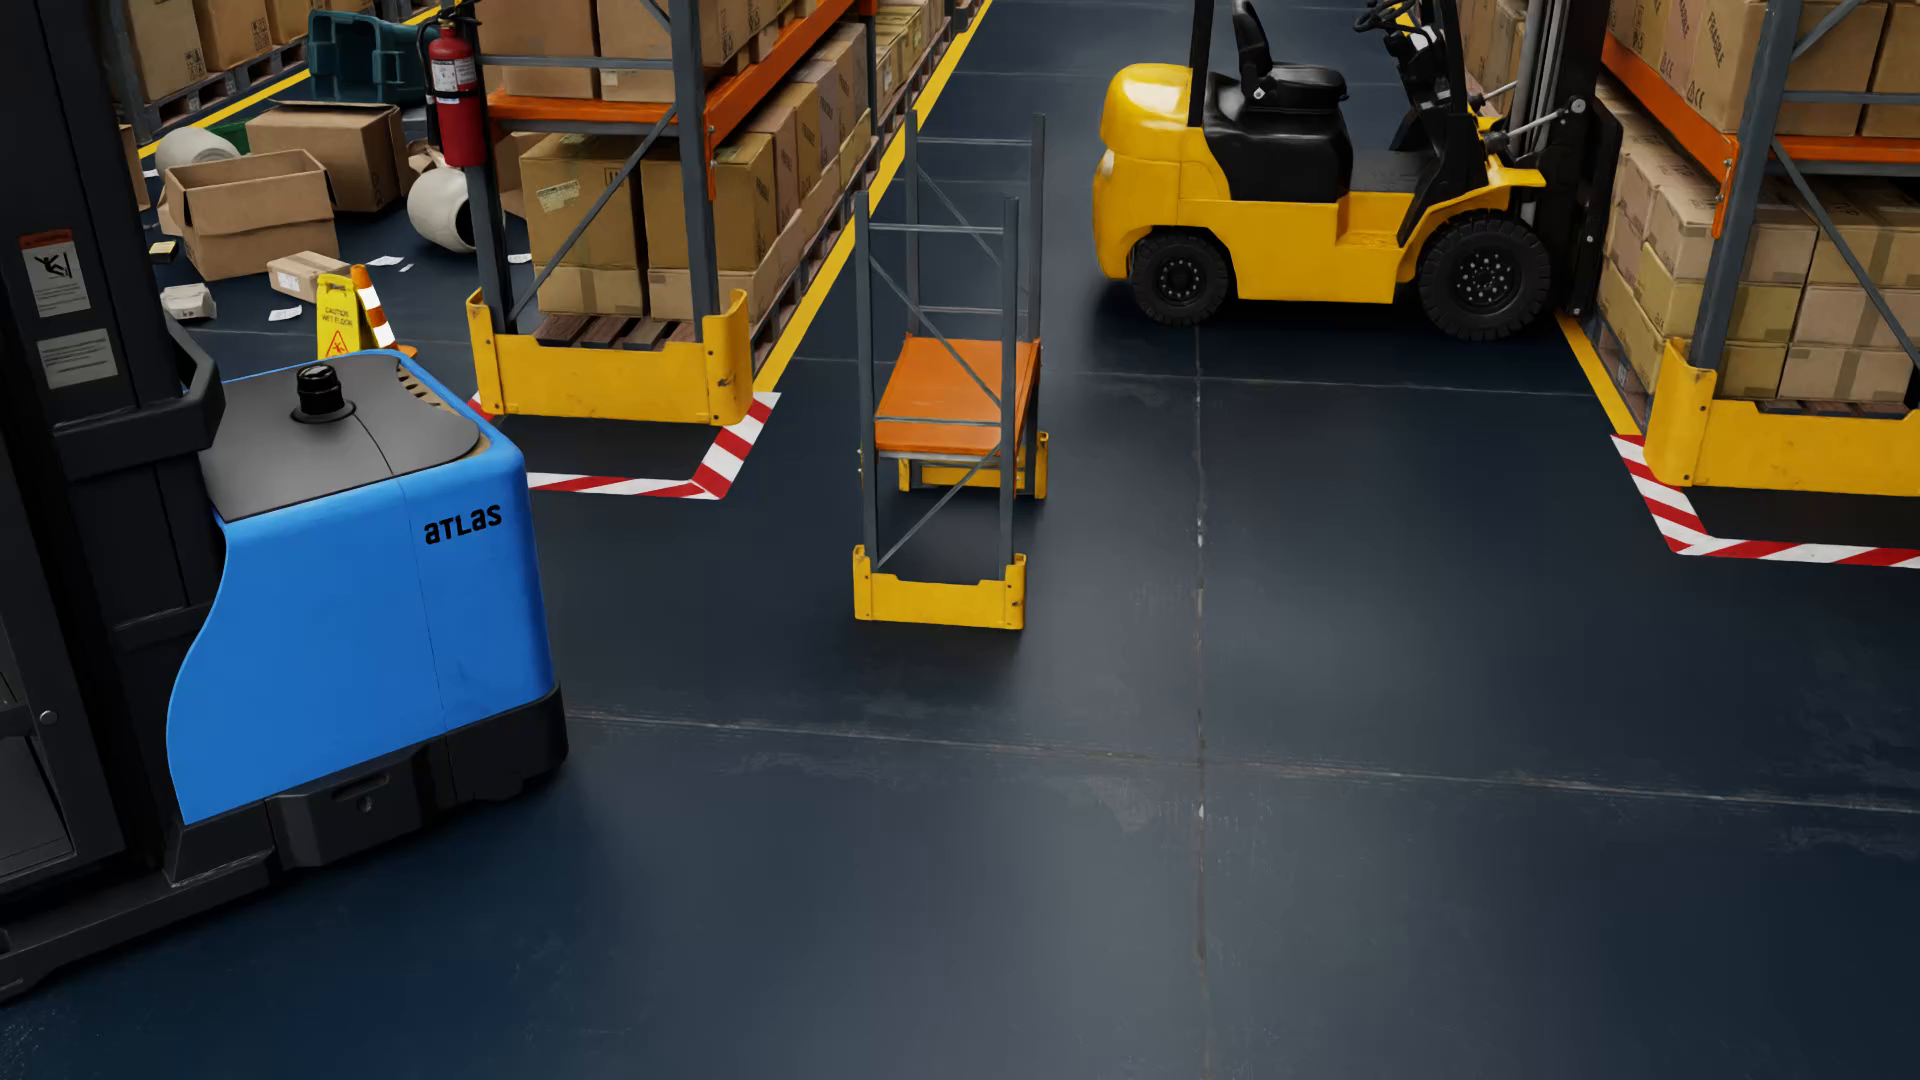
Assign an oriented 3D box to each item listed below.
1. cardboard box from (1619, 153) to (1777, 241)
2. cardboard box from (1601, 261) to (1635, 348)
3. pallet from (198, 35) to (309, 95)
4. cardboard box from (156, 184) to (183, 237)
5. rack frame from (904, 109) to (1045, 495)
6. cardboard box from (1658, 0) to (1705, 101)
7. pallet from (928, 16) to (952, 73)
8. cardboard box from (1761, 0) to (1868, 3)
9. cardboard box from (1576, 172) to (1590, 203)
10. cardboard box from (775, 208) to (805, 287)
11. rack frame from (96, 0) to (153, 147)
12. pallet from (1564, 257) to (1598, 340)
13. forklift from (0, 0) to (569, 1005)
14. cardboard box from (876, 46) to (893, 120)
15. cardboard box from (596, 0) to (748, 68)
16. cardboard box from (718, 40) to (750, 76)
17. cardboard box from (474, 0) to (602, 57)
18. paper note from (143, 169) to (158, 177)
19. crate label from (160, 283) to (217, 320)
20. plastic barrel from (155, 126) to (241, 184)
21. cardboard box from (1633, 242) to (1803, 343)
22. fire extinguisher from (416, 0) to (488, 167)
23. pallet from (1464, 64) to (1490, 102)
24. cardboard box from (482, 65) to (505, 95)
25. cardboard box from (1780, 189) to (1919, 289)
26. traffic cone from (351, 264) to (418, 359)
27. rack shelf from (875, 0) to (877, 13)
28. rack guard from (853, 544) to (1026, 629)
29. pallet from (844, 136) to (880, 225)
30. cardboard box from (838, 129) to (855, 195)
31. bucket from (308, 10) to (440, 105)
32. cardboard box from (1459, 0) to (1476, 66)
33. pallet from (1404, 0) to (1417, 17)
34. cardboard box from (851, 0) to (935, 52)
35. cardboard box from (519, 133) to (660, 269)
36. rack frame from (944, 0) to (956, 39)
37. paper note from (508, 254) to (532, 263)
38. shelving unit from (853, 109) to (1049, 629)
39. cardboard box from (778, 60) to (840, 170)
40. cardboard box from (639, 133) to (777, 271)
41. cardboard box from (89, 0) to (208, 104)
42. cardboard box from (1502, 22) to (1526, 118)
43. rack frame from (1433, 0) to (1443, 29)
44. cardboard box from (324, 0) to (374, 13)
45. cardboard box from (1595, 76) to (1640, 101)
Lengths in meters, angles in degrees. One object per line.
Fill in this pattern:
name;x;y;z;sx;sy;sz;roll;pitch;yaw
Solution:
cardboard box;3.208;-1.490;7.255;0.500;0.250;0.500;4;29;7
cardboard box;3.219;-1.047;7.487;0.500;0.250;0.500;3;28;6
pallet;-5.790;-3.725;12.942;1.003;0.211;1.213;3;28;6
cardboard box;-4.340;-1.889;9.477;0.396;0.266;0.258;8;29;15
rack frame;0.052;-0.859;6.264;0.500;1.500;0.032;3;28;6
cardboard box;3.277;-2.134;6.943;0.500;0.500;0.500;4;29;8
pallet;-0.639;-4.057;13.557;1.003;0.211;1.213;3;28;6
cardboard box;3.169;-2.109;6.212;0.380;0.149;0.250;4;29;7
cardboard box;3.333;-1.756;8.277;0.500;0.250;0.500;3;28;6
cardboard box;-1.079;-1.464;8.261;0.500;0.250;0.500;4;29;8
rack frame;-5.957;-4.009;10.529;1.000;3.000;0.127;3;28;6
pallet;3.609;-1.307;8.454;1.003;0.211;1.213;3;28;6
forklift;-2.644;-0.353;3.814;3.031;2.935;1.130;-20;34;-32
cardboard box;-0.970;-3.044;11.066;0.950;0.372;0.625;4;29;7
cardboard box;-1.189;-2.268;6.878;0.500;0.500;0.500;3;28;5
cardboard box;-1.145;-2.163;7.368;0.380;0.149;0.250;2;28;5
cardboard box;-1.729;-2.333;6.998;0.500;0.500;0.500;3;28;5
paper note;-5.141;-2.333;10.548;0.147;0.020;0.142;-17;33;-29
crate label;-3.858;-1.182;8.299;0.250;0.136;0.298;-11;30;-20
plastic barrel;-4.574;-2.252;9.984;0.421;0.421;0.512;-24;36;-37
cardboard box;3.154;-1.041;6.950;0.500;0.250;0.500;3;28;6
fire extinguisher;-1.994;-1.825;6.557;0.296;0.674;0.183;3;28;6
pallet;4.093;-3.180;11.930;1.003;0.211;1.213;3;28;6
cardboard box;-2.802;-3.091;10.663;0.500;0.500;0.500;3;28;6
cardboard box;3.651;-1.229;6.771;0.500;0.250;0.500;3;28;5
traffic cone;-2.750;-1.047;7.705;0.336;0.463;0.334;3;28;6
rack shelf;-0.787;-4.394;12.002;1.077;0.370;4.000;3;28;6
rack guard;-0.070;0.160;5.689;0.587;0.250;0.087;3;28;6
pallet;-1.079;-2.223;10.154;1.003;0.211;1.213;3;28;6
cardboard box;-0.893;-2.198;9.624;0.500;0.250;0.500;3;28;5
bucket;-3.686;-3.039;10.578;0.726;0.611;0.620;14;21;24
cardboard box;4.223;-3.904;12.395;0.875;0.625;0.625;4;29;8
pallet;4.666;-5.060;15.419;1.003;0.211;1.213;3;28;6
cardboard box;-0.703;-4.067;12.964;0.950;0.372;0.625;3;28;5
cardboard box;-1.683;-1.583;7.692;0.500;0.500;0.500;4;29;7
rack frame;-0.542;-5.652;13.579;1.000;3.000;0.127;3;28;6
paper note;-2.414;-1.545;9.085;0.142;0.019;0.148;-6;29;-11
shelving unit;-0.009;-0.624;5.828;0.587;1.500;1.083;3;28;6
cardboard box;-0.960;-2.300;9.022;0.500;0.500;0.500;5;29;9
cardboard box;-1.147;-1.566;7.659;0.500;0.500;0.500;2;28;4
cardboard box;-5.970;-3.501;11.515;1.050;0.750;0.750;3;28;6
cardboard box;3.948;-2.868;10.472;0.875;0.625;0.625;5;29;8
rack frame;4.385;-5.365;13.046;1.000;3.000;0.127;3;28;6
cardboard box;-5.631;-4.805;13.936;1.050;0.750;0.750;3;28;6
cardboard box;3.402;-2.213;8.596;0.500;0.250;0.500;4;29;8
